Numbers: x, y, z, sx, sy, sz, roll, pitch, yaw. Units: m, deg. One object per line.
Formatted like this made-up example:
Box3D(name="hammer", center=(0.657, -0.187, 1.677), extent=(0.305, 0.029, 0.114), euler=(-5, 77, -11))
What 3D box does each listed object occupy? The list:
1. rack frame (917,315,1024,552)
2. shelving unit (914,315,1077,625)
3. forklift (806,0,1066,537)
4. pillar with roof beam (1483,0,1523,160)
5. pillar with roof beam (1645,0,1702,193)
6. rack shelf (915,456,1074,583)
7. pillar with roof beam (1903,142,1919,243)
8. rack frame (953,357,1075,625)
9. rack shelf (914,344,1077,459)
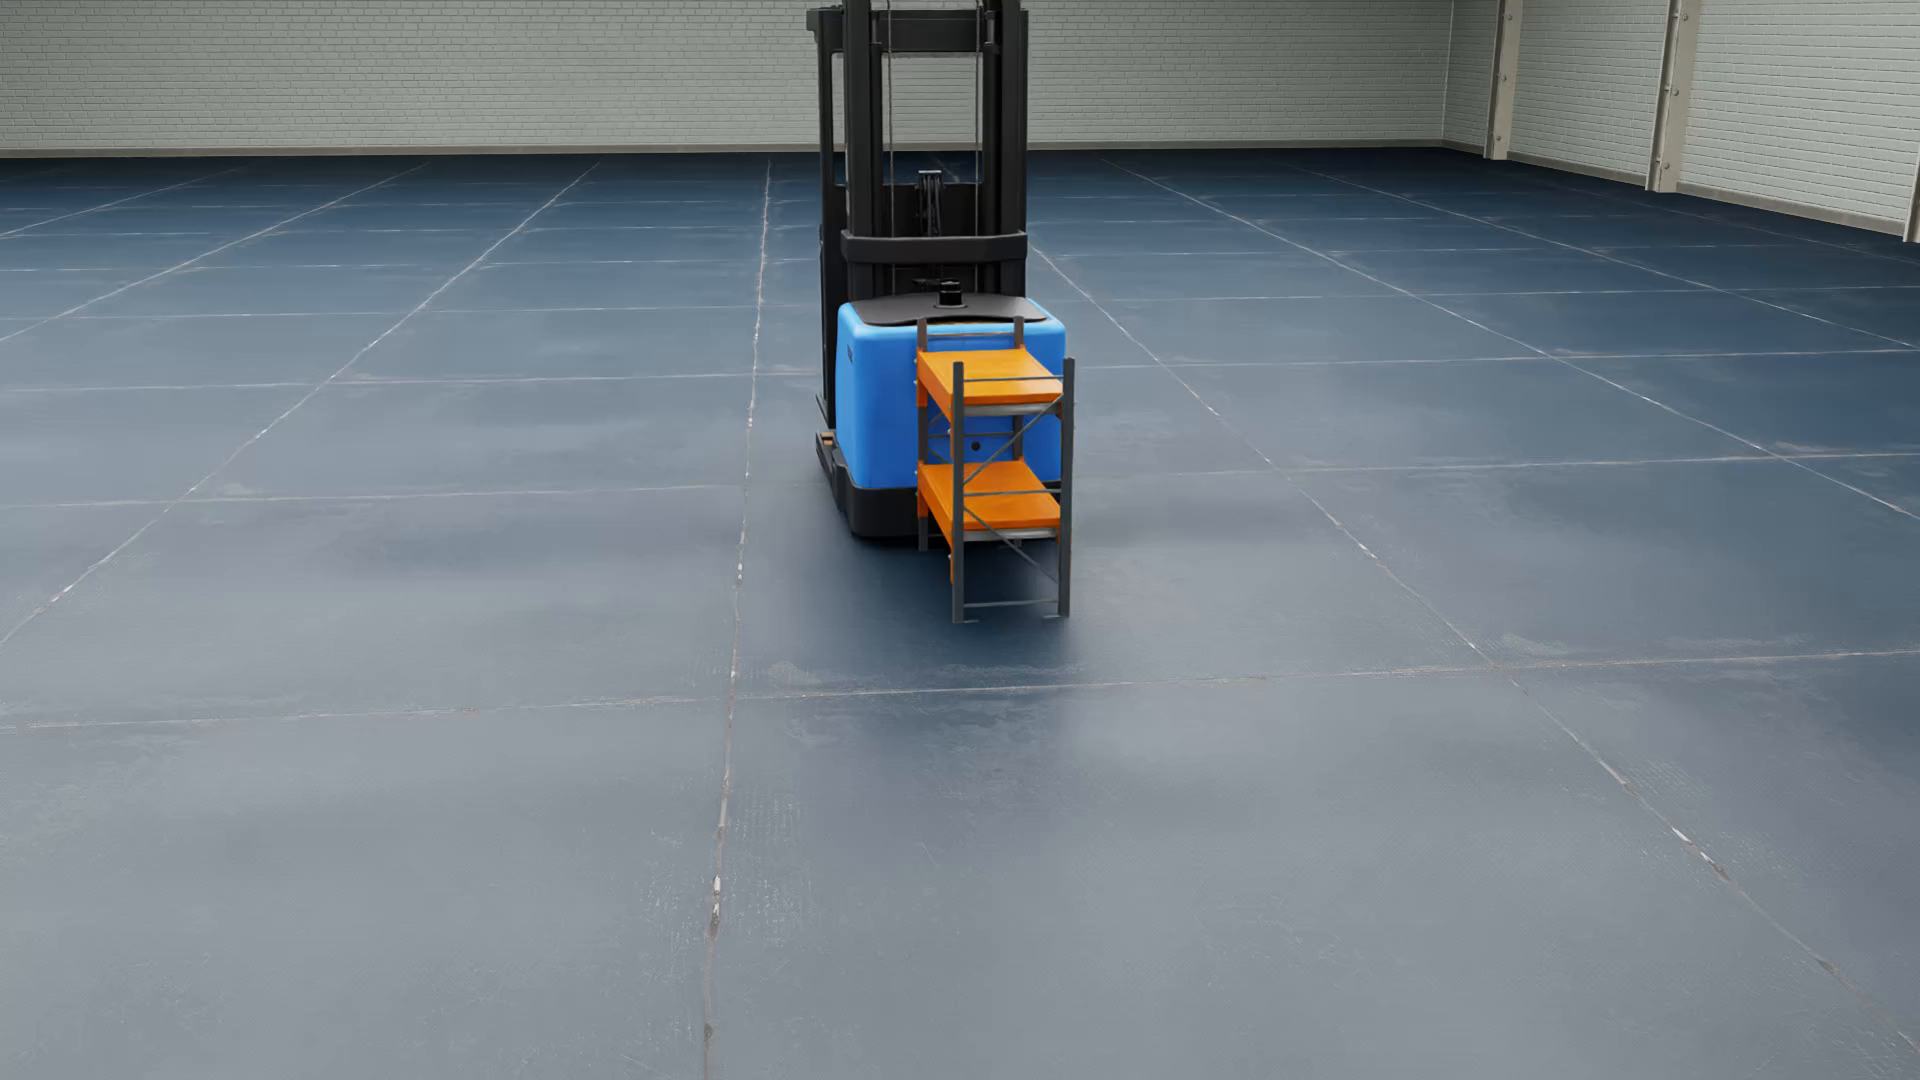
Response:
Box3D(name="rack frame", center=(0.050, -0.494, 7.873), extent=(0.500, 1.125, 0.032), euler=(-3, 18, -9))
Box3D(name="shelving unit", center=(0.134, -0.344, 7.395), extent=(0.538, 1.125, 1.048), euler=(-3, 18, -9))
Box3D(name="forklift", center=(-0.232, -1.811, 9.053), extent=(1.130, 2.935, 3.031), euler=(-3, 18, -9))
Box3D(name="pillar with roof beam", center=(5.494, -11.119, 28.572), extent=(9.100, 9.000, 0.400), euler=(-2, 18, -6))
Box3D(name="pillar with roof beam", center=(6.113, -9.332, 22.878), extent=(9.100, 9.000, 0.400), euler=(-2, 18, -6))
Box3D(name="rack shelf", center=(0.134, -0.111, 7.468), extent=(0.538, 0.278, 1.000), euler=(-3, 18, -9))
Box3D(name="pillar with roof beam", center=(6.732, -7.544, 17.184), extent=(9.100, 9.000, 0.400), euler=(-2, 18, -6))
Box3D(name="rack frame", center=(0.219, -0.194, 6.917), extent=(0.500, 1.125, 0.032), euler=(-3, 18, -9))
Box3D(name="rack shelf", center=(0.134, -0.623, 7.307), extent=(0.538, 0.278, 1.000), euler=(-3, 18, -9))
